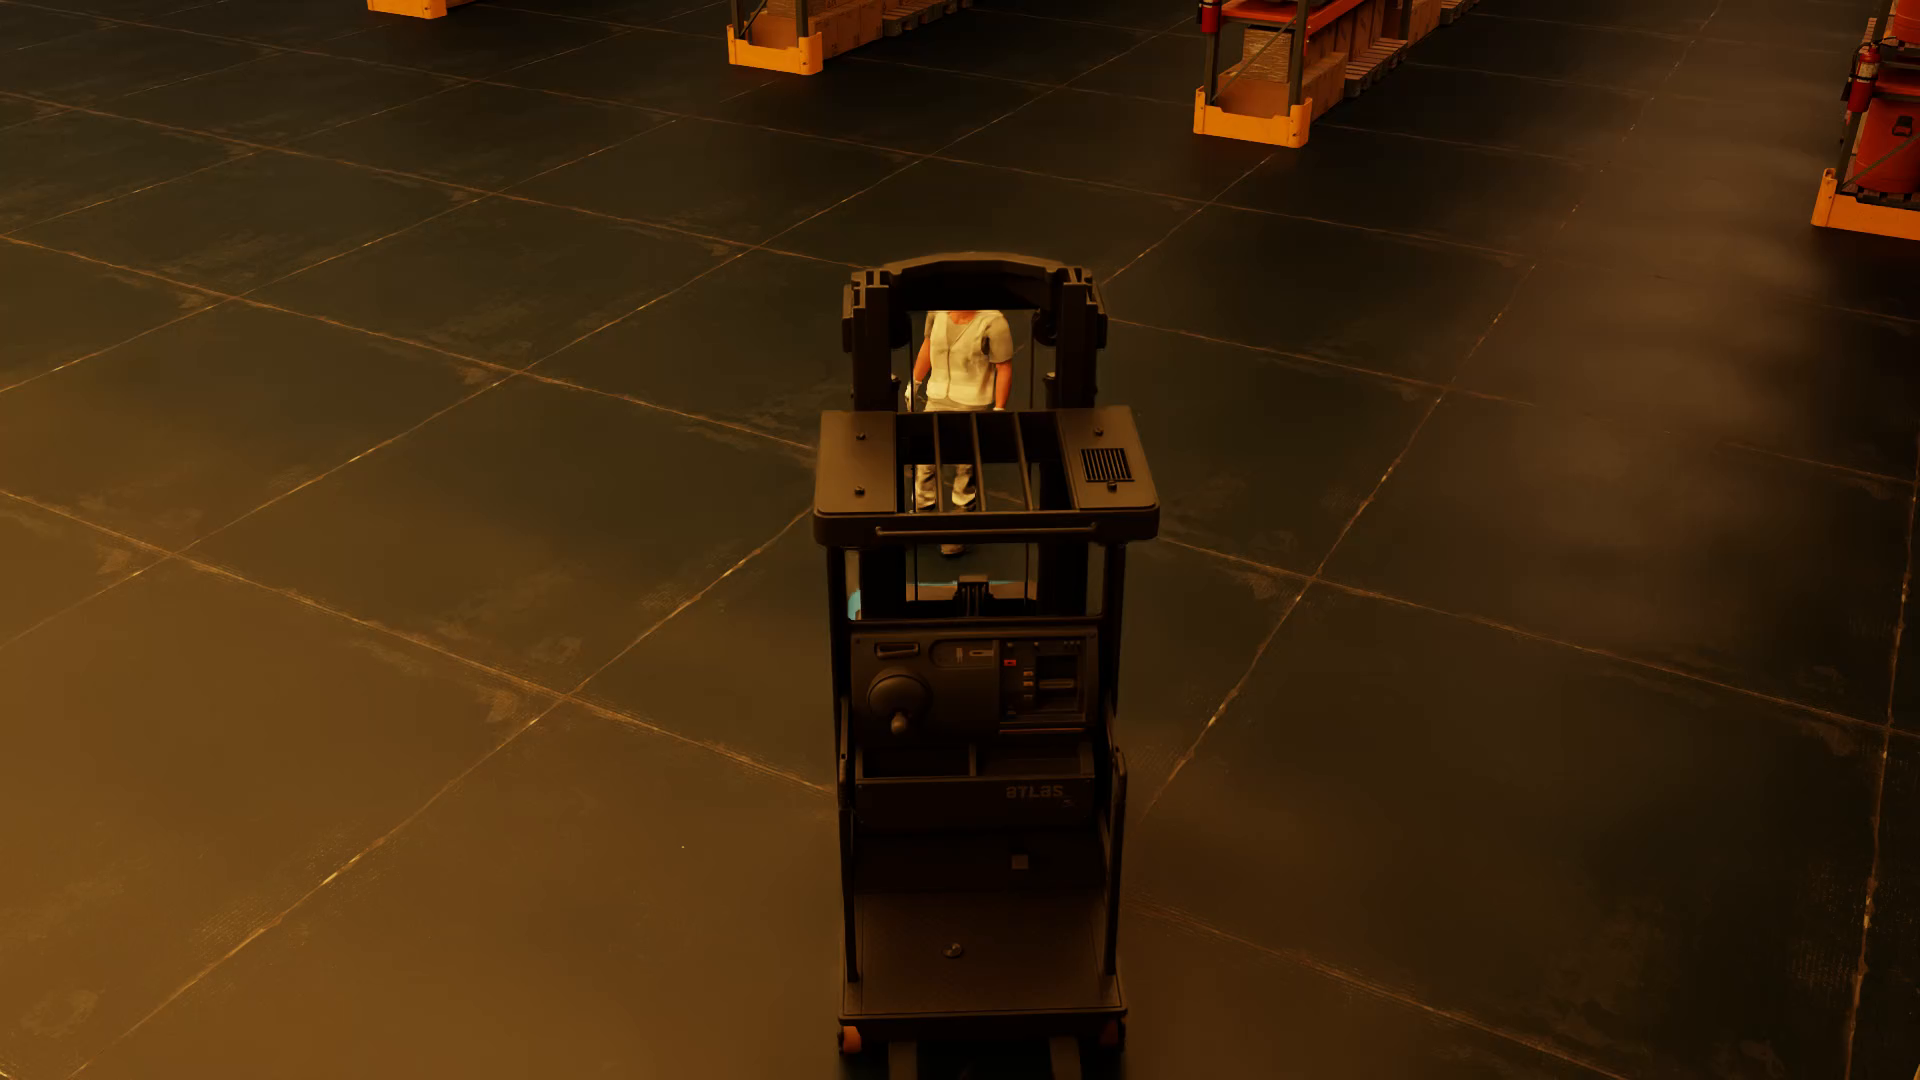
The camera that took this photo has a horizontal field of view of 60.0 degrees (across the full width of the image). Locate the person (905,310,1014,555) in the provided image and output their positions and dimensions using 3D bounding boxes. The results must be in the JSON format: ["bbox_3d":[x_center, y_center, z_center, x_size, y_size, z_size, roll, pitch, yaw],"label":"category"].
[{"bbox_3d":[-0.049,-0.749,9.497,0.638,1.787,0.564,15,33,25],"label":"person"}]

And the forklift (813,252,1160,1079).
[{"bbox_3d":[0.069,0.577,6.071,1.130,2.935,3.031,-1,30,-2],"label":"forklift"}]
